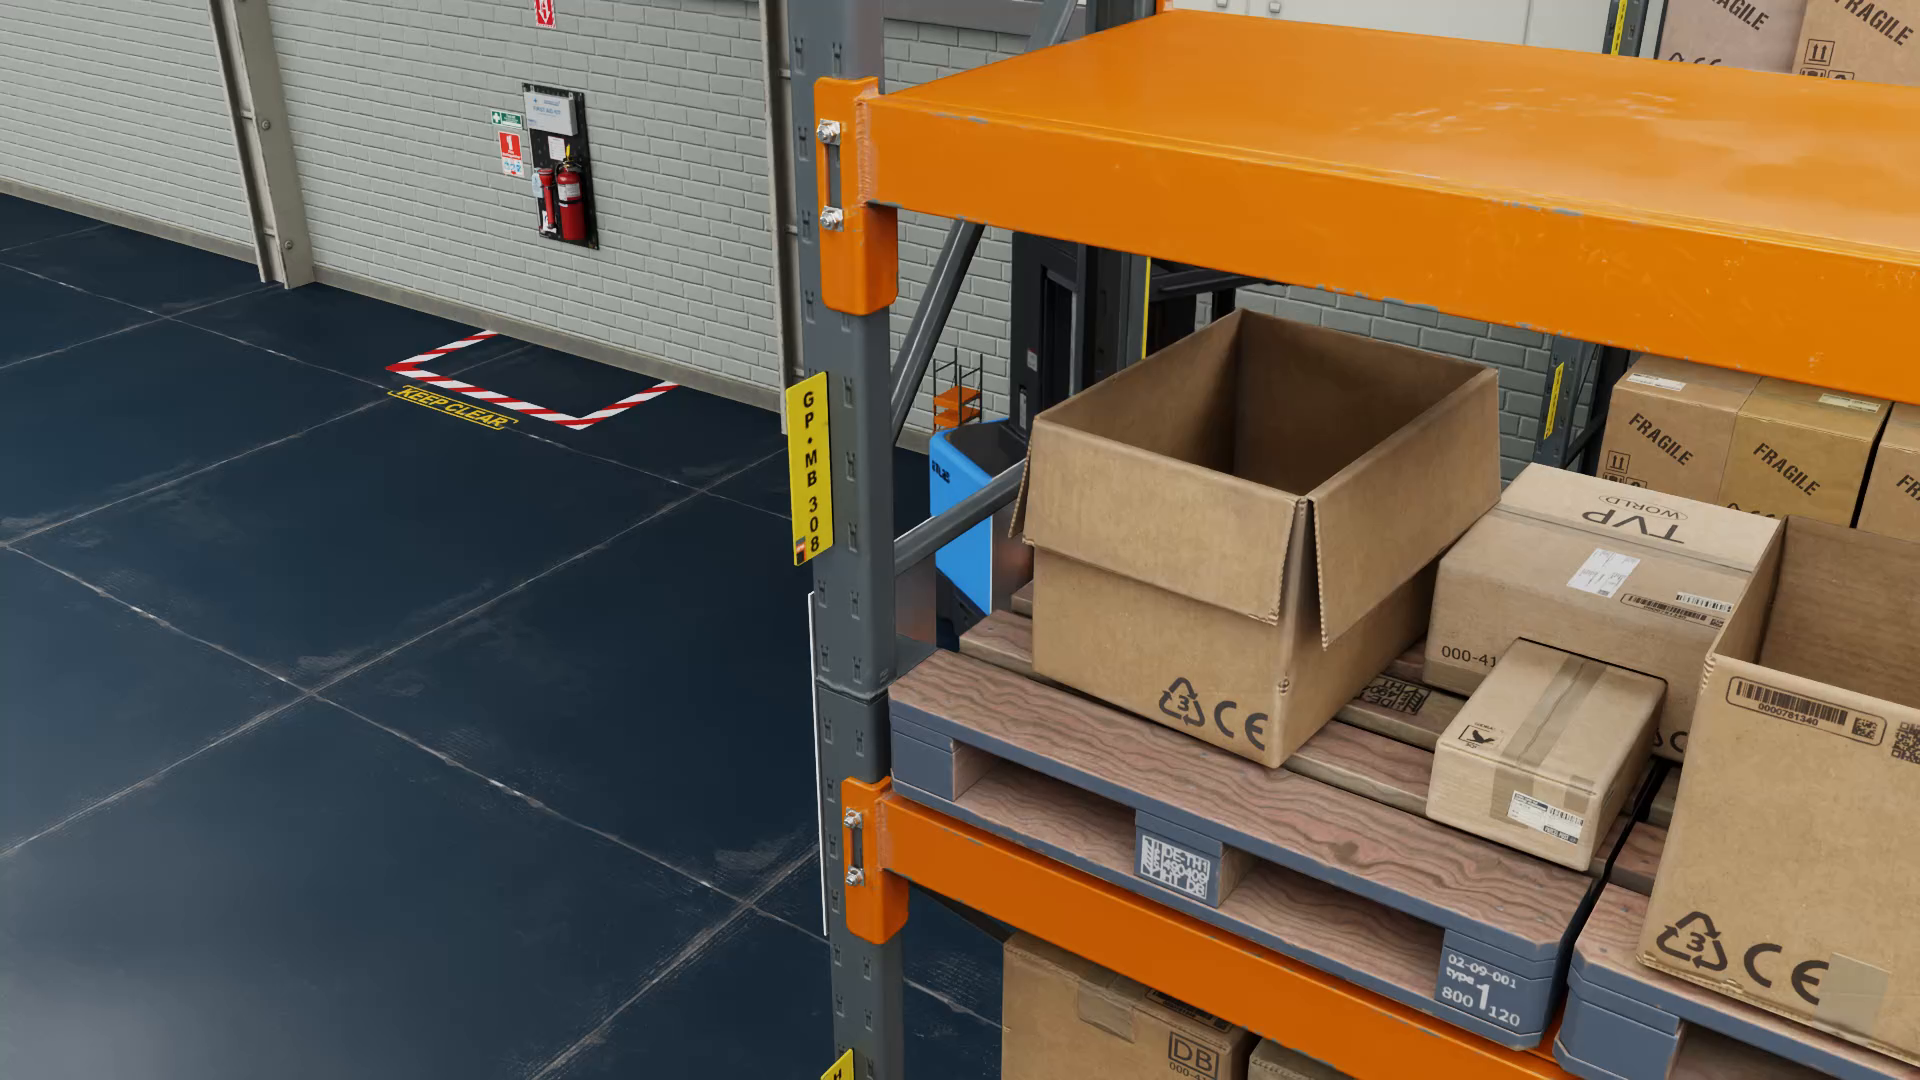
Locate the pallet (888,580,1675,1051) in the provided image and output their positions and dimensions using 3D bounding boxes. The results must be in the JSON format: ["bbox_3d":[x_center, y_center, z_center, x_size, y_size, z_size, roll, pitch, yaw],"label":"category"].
[{"bbox_3d":[0.634,0.331,3.082,1.213,0.211,1.003,17,32,30],"label":"pallet"}]

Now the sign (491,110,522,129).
[{"bbox_3d":[-3.426,-3.177,12.561,0.331,0.109,0.001,17,32,30],"label":"sign"}]

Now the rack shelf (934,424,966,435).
[{"bbox_3d":[-0.012,-0.606,9.951,0.180,0.103,0.258,17,32,30],"label":"rack shelf"}]

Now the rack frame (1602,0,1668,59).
[{"bbox_3d":[2.867,-3.089,6.398,0.127,3.000,1.000,17,32,30],"label":"rack frame"}]

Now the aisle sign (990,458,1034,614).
[{"bbox_3d":[0.178,0.152,3.777,0.004,0.787,0.394,17,32,30],"label":"aisle sign"}]

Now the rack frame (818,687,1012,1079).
[{"bbox_3d":[0.065,1.438,4.118,0.127,3.000,1.000,17,32,30],"label":"rack frame"}]

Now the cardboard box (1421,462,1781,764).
[{"bbox_3d":[1.164,0.115,2.957,0.500,0.250,0.500,17,32,30],"label":"cardboard box"}]

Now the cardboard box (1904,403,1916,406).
[{"bbox_3d":[4.214,-0.386,7.018,0.500,0.500,0.500,16,31,29],"label":"cardboard box"}]

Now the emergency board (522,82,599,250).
[{"bbox_3d":[-3.027,-2.749,12.344,0.643,1.169,0.194,17,32,30],"label":"emergency board"}]

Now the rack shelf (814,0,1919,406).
[{"bbox_3d":[1.714,-0.224,2.002,4.000,0.370,1.077,17,32,30],"label":"rack shelf"}]

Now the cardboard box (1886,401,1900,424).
[{"bbox_3d":[3.785,-0.517,7.276,0.500,0.500,0.500,18,32,31],"label":"cardboard box"}]

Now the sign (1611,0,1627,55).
[{"bbox_3d":[2.560,-1.939,6.482,0.005,0.325,0.100,17,32,30],"label":"sign"}]

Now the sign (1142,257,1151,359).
[{"bbox_3d":[0.384,-0.458,3.646,0.005,0.325,0.100,17,32,30],"label":"sign"}]

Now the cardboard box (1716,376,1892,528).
[{"bbox_3d":[3.492,-0.326,6.900,0.500,0.500,0.500,17,32,30],"label":"cardboard box"}]

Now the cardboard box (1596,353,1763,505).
[{"bbox_3d":[3.090,-0.457,7.157,0.500,0.500,0.500,17,32,30],"label":"cardboard box"}]

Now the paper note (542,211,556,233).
[{"bbox_3d":[-3.134,-2.427,12.684,0.142,0.148,0.016,17,32,30],"label":"paper note"}]

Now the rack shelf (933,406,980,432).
[{"bbox_3d":[-0.012,-0.713,9.896,0.180,0.103,0.258,17,32,30],"label":"rack shelf"}]

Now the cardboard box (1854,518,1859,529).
[{"bbox_3d":[3.526,0.015,7.058,0.500,0.250,0.500,16,31,29],"label":"cardboard box"}]

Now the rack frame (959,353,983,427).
[{"bbox_3d":[0.063,-0.515,9.939,0.006,1.200,0.240,17,32,30],"label":"rack frame"}]

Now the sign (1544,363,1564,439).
[{"bbox_3d":[2.560,-0.598,7.164,0.005,0.325,0.100,17,32,30],"label":"sign"}]

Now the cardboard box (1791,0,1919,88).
[{"bbox_3d":[3.432,-1.914,6.162,0.500,0.500,0.500,17,31,30],"label":"cardboard box"}]

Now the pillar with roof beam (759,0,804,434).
[{"bbox_3d":[-3.449,-3.164,6.546,0.400,9.000,9.100,17,32,30],"label":"pillar with roof beam"}]

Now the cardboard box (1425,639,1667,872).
[{"bbox_3d":[0.935,0.331,2.645,0.250,0.149,0.380,17,32,30],"label":"cardboard box"}]

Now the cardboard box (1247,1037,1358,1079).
[{"bbox_3d":[0.923,1.086,3.268,0.500,0.500,0.700,16,31,29],"label":"cardboard box"}]

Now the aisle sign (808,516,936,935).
[{"bbox_3d":[-0.162,0.377,3.337,0.004,0.787,0.394,17,32,30],"label":"aisle sign"}]

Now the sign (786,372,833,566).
[{"bbox_3d":[-0.254,-0.118,2.817,0.005,0.325,0.100,17,32,30],"label":"sign"}]

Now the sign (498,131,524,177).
[{"bbox_3d":[-3.425,-2.945,12.691,0.234,0.329,0.001,17,32,30],"label":"sign"}]

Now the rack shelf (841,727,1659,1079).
[{"bbox_3d":[1.714,0.935,2.592,4.000,0.370,1.077,17,32,30],"label":"rack shelf"}]

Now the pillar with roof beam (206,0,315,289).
[{"bbox_3d":[-8.395,-4.705,9.573,0.400,9.000,9.100,17,32,30],"label":"pillar with roof beam"}]

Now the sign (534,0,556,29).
[{"bbox_3d":[-2.978,-3.821,11.895,0.199,0.298,0.001,17,32,30],"label":"sign"}]

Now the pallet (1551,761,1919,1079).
[{"bbox_3d":[1.643,0.644,2.467,1.213,0.211,1.003,17,32,30],"label":"pallet"}]

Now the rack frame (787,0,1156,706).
[{"bbox_3d":[0.065,-1.236,2.757,0.127,3.000,1.000,17,32,30],"label":"rack frame"}]

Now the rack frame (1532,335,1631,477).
[{"bbox_3d":[2.867,-0.415,7.759,0.127,3.000,1.000,17,32,30],"label":"rack frame"}]

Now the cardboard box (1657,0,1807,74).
[{"bbox_3d":[3.047,-2.062,6.452,0.500,0.500,0.500,15,31,27],"label":"cardboard box"}]

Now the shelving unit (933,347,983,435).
[{"bbox_3d":[-0.012,-0.538,9.985,0.189,1.200,0.258,17,32,30],"label":"shelving unit"}]

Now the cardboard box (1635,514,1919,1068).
[{"bbox_3d":[1.280,0.335,2.249,0.500,0.500,0.500,17,32,30],"label":"cardboard box"}]

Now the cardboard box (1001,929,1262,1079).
[{"bbox_3d":[0.487,0.953,3.530,0.500,0.500,0.700,17,32,30],"label":"cardboard box"}]

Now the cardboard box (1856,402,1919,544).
[{"bbox_3d":[3.914,-0.191,6.635,0.500,0.500,0.500,16,31,29],"label":"cardboard box"}]

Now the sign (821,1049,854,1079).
[{"bbox_3d":[-0.254,1.222,3.499,0.005,0.325,0.100,17,32,30],"label":"sign"}]

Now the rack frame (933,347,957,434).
[{"bbox_3d":[-0.087,-0.562,10.031,0.006,1.200,0.240,17,32,30],"label":"rack frame"}]

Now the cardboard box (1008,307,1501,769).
[{"bbox_3d":[0.537,-0.046,2.994,0.637,0.503,0.797,20,33,34],"label":"cardboard box"}]

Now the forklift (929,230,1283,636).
[{"bbox_3d":[0.932,-0.438,7.880,1.130,2.935,3.031,-13,30,-24],"label":"forklift"}]

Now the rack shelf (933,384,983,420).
[{"bbox_3d":[-0.012,-0.820,9.842,0.180,0.103,0.258,17,32,30],"label":"rack shelf"}]
